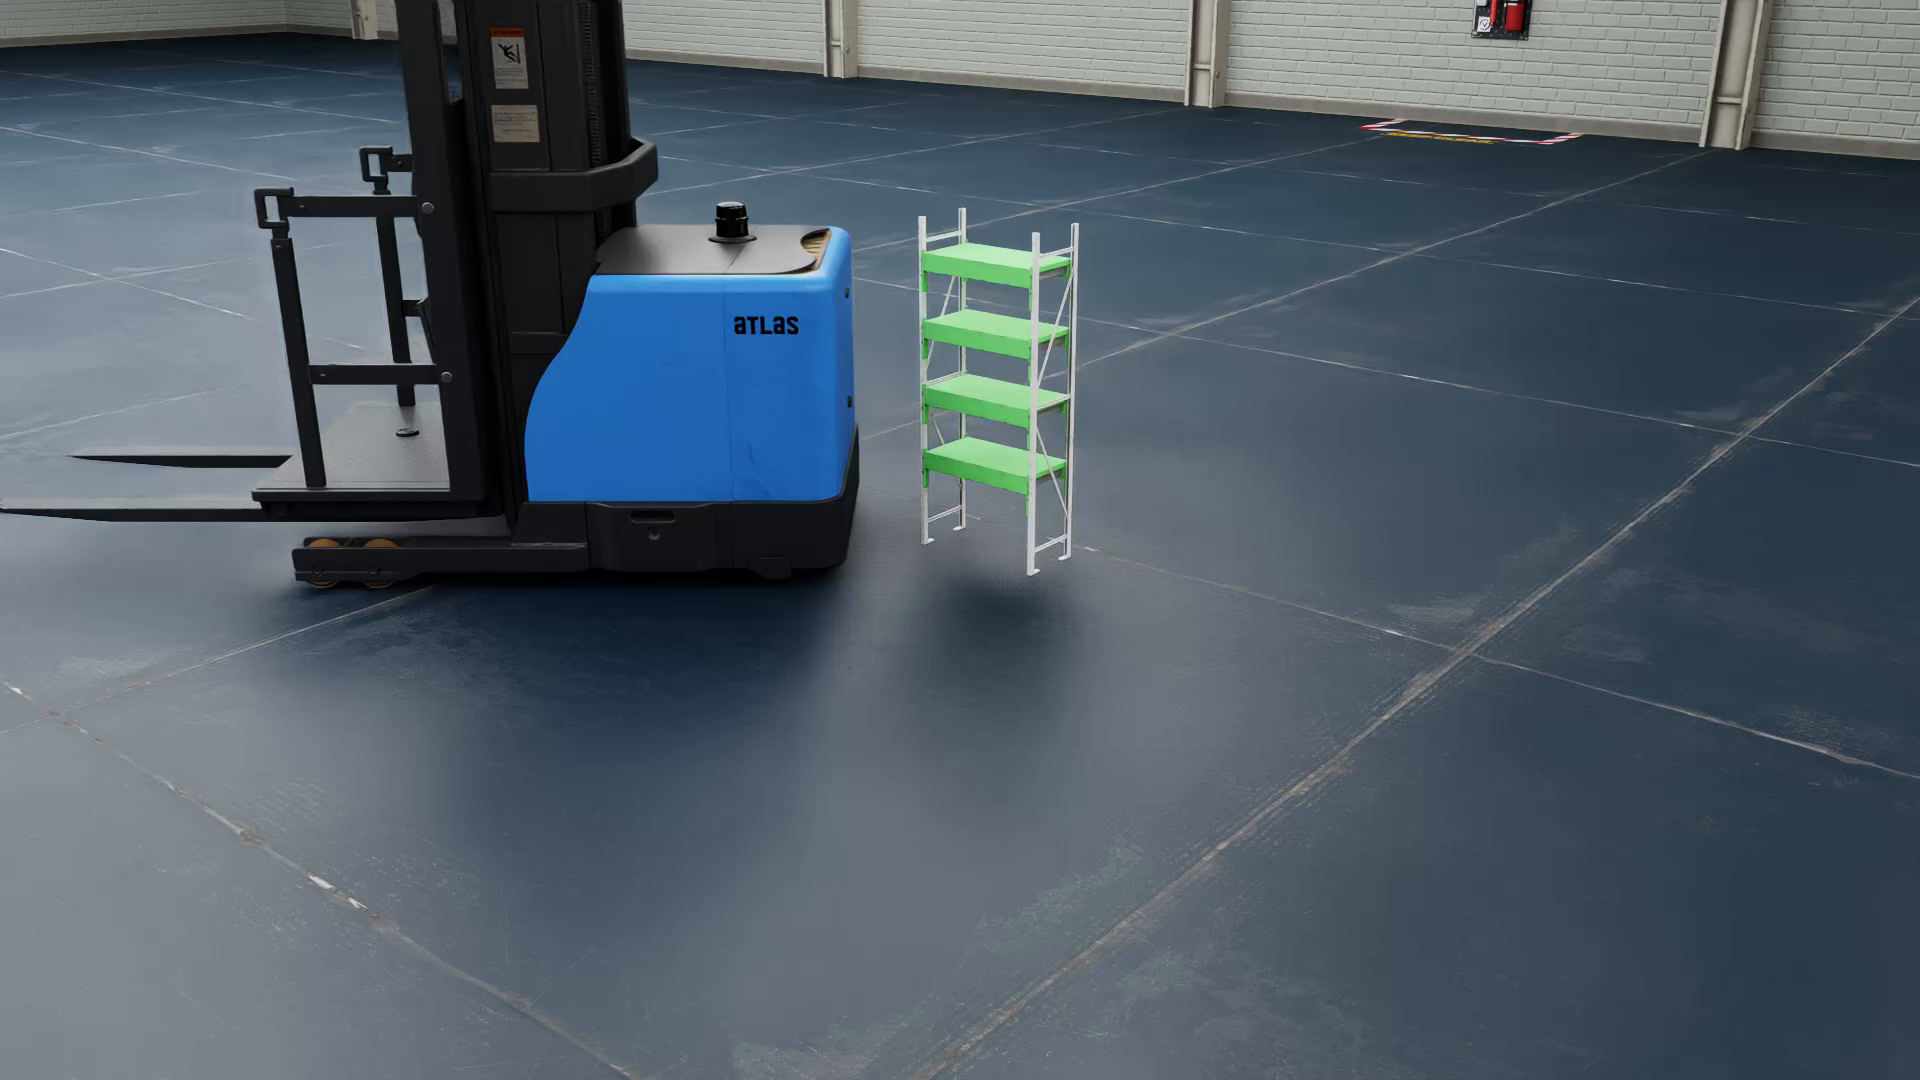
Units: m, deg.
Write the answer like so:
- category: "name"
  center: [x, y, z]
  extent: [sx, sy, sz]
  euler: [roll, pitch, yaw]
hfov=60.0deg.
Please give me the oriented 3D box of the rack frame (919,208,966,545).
- category: "rack frame"
  center: [-0.061, -0.579, 6.003]
  extent: [0.015, 1.200, 0.240]
  euler: [16, 26, 36]

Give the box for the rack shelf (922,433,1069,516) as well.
- category: "rack shelf"
  center: [0.128, -0.240, 5.966]
  extent: [0.480, 0.148, 0.258]
  euler: [16, 26, 36]

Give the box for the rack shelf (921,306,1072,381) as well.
- category: "rack shelf"
  center: [0.128, -0.689, 5.796]
  extent: [0.480, 0.148, 0.258]
  euler: [16, 26, 36]

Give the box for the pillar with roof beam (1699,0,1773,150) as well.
- category: "pillar with roof beam"
  center: [4.886, -6.952, 11.850]
  extent: [0.400, 9.000, 9.100]
  euler: [16, 26, 36]

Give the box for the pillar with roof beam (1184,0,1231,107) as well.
- category: "pillar with roof beam"
  center: [0.238, -8.291, 15.400]
  extent: [0.400, 9.000, 9.100]
  euler: [16, 26, 36]

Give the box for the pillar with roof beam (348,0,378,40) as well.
- category: "pillar with roof beam"
  center: [-13.707, -12.307, 26.049]
  extent: [0.400, 9.000, 9.100]
  euler: [16, 26, 36]

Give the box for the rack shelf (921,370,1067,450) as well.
- category: "rack shelf"
  center: [0.128, -0.465, 5.881]
  extent: [0.480, 0.148, 0.258]
  euler: [16, 26, 36]

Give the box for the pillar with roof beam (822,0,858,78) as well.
- category: "pillar with roof beam"
  center: [-4.411, -9.629, 18.950]
  extent: [0.400, 9.000, 9.100]
  euler: [16, 26, 36]

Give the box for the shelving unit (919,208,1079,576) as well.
- category: "shelving unit"
  center: [0.128, -0.524, 5.859]
  extent: [0.503, 1.200, 0.258]
  euler: [16, 26, 36]

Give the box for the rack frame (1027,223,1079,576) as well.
- category: "rack frame"
  center: [0.317, -0.470, 5.714]
  extent: [0.015, 1.200, 0.240]
  euler: [16, 26, 36]

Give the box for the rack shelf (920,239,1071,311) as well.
- category: "rack shelf"
  center: [0.128, -0.914, 5.712]
  extent: [0.480, 0.148, 0.258]
  euler: [16, 26, 36]

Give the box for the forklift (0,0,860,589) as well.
- category: "forklift"
  center: [-1.913, -1.391, 5.703]
  extent: [3.031, 2.935, 1.130]
  euler: [0, 21, 0]

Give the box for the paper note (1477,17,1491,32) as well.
- category: "paper note"
  center: [5.624, -5.530, 17.829]
  extent: [0.142, 0.148, 0.016]
  euler: [16, 26, 36]

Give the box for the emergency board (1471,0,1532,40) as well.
- category: "emergency board"
  center: [5.718, -5.884, 17.519]
  extent: [0.643, 1.169, 0.194]
  euler: [16, 26, 36]
